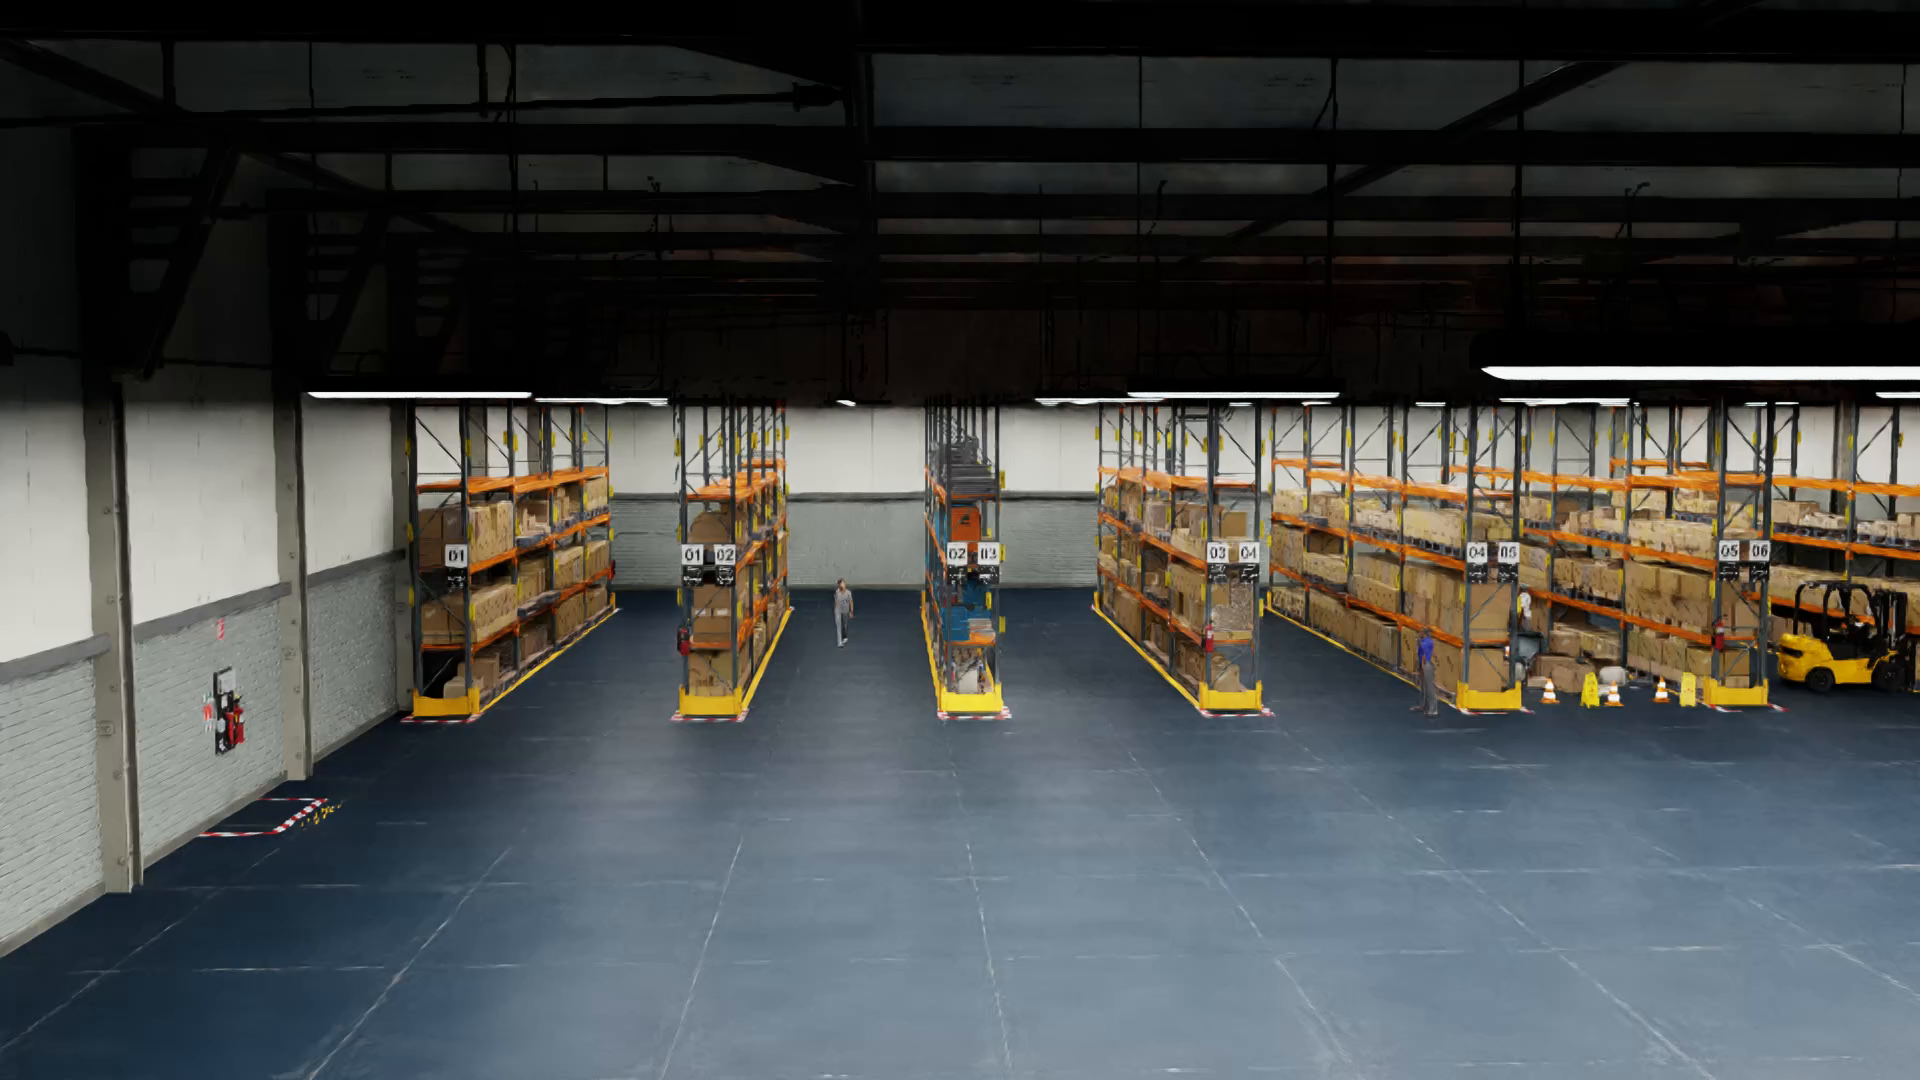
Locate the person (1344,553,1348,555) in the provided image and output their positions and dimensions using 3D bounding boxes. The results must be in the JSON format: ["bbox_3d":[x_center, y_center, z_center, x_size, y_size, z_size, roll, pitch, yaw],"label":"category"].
[{"bbox_3d":[11.032,1.128,47.392,0.454,1.679,0.537,-2,5,-21],"label":"person"}]

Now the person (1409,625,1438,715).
[{"bbox_3d":[8.710,2.422,31.170,0.555,1.650,0.588,2,5,23],"label":"person"}]

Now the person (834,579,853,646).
[{"bbox_3d":[-2.814,1.738,40.194,0.455,1.612,1.019,0,5,-4],"label":"person"}]

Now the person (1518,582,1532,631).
[{"bbox_3d":[13.090,1.821,38.701,0.560,1.663,0.588,2,5,23],"label":"person"}]
